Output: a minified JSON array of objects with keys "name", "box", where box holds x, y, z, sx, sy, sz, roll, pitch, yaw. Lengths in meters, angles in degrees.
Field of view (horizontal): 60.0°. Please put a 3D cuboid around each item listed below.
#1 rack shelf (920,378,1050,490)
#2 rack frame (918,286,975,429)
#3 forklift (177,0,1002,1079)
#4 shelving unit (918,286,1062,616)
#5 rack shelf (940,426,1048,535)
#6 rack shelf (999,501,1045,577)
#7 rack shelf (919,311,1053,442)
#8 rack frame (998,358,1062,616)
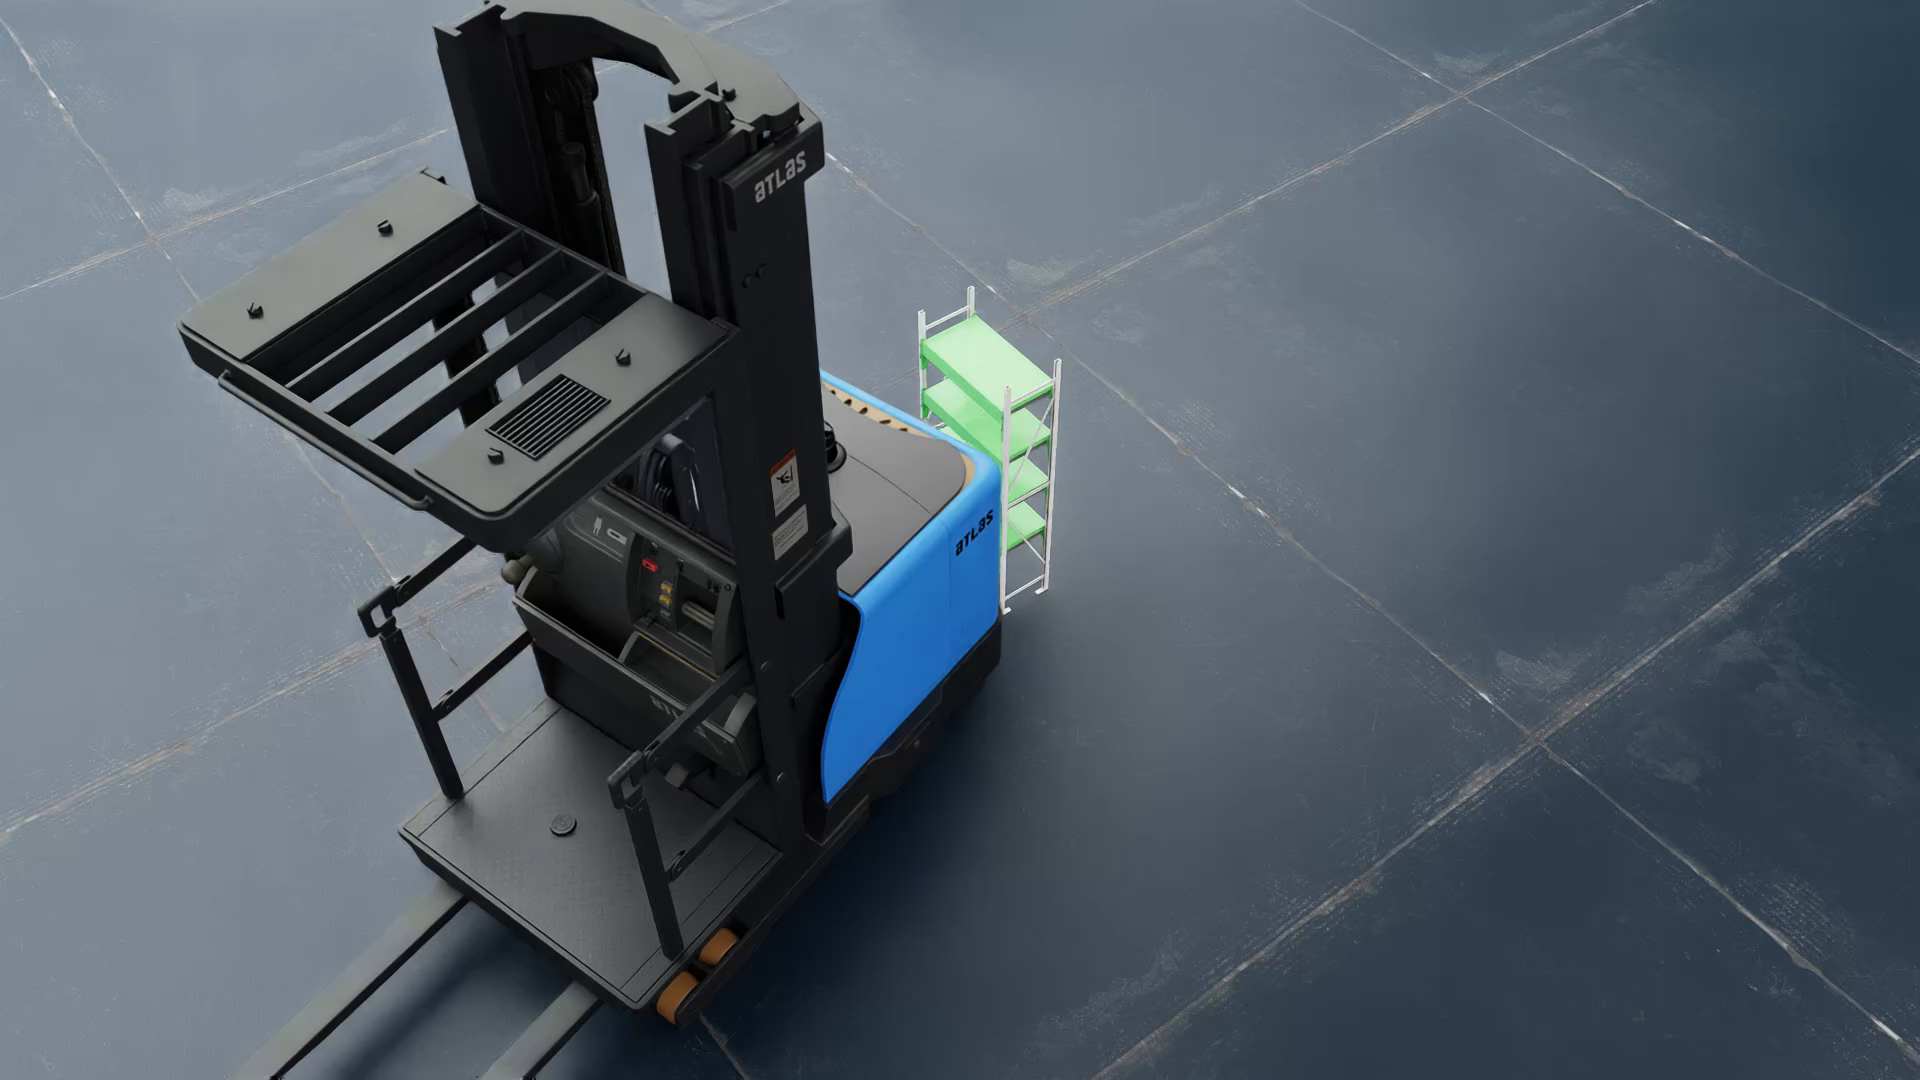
[{"name":"rack shelf","box":[0.100,-0.424,6.085,0.258,0.148,0.480,-29,54,-24]},{"name":"rack frame","box":[-0.048,-0.449,6.346,0.240,1.200,0.015,-29,54,-24]},{"name":"forklift","box":[-1.123,0.149,4.636,1.130,2.935,3.031,29,54,23]},{"name":"shelving unit","box":[0.100,-0.305,6.216,0.258,1.200,0.503,-29,54,-24]},{"name":"rack shelf","box":[0.100,-0.262,6.263,0.258,0.148,0.480,-29,54,-24]},{"name":"rack shelf","box":[0.100,-0.101,6.441,0.258,0.148,0.480,-29,54,-24]},{"name":"rack shelf","box":[0.100,-0.585,5.908,0.258,0.148,0.480,-29,54,-24]},{"name":"rack frame","box":[0.248,-0.162,6.085,0.240,1.200,0.015,-29,54,-24]}]
